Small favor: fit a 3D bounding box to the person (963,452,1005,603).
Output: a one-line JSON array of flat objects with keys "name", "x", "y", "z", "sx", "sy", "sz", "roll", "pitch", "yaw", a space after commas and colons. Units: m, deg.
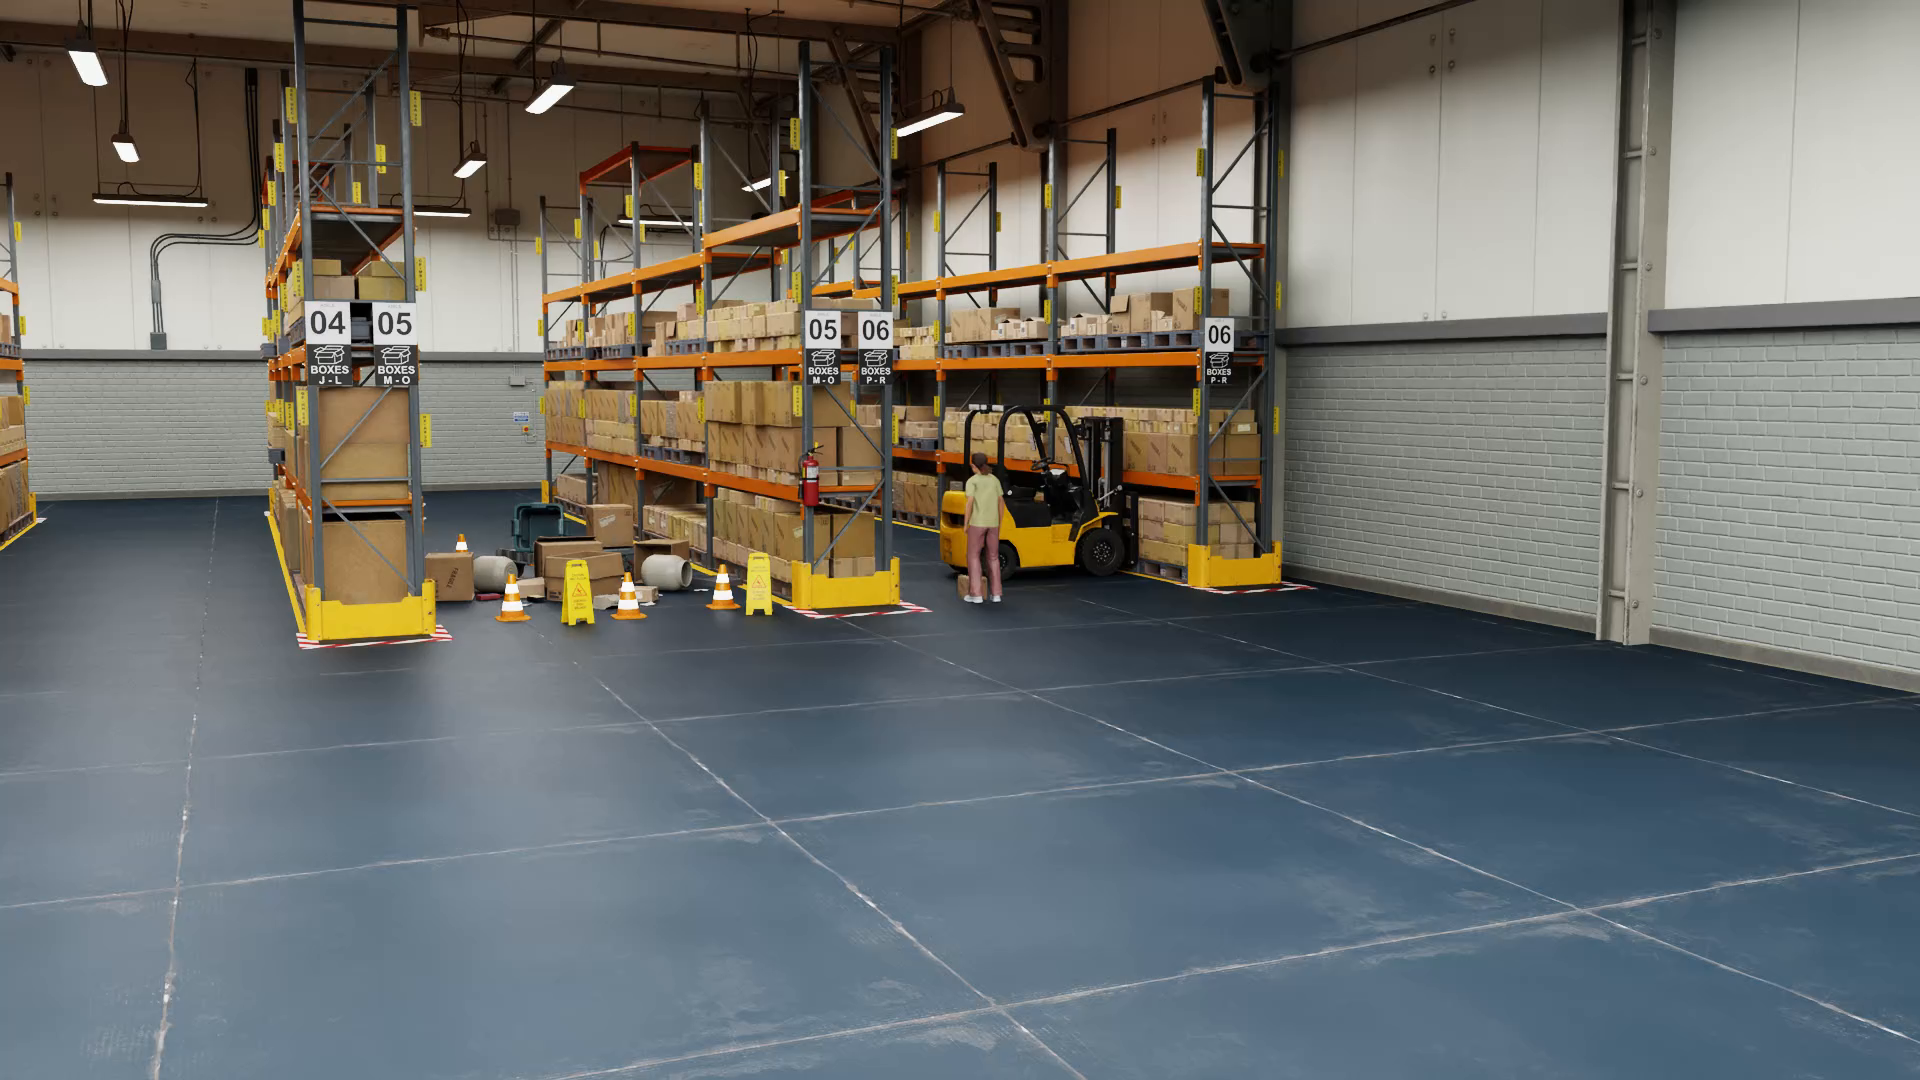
[{"name": "person", "x": 0.252, "y": -0.137, "z": 18.477, "sx": 0.499, "sy": 1.658, "sz": 0.357, "roll": -3, "pitch": 6, "yaw": -26}]
